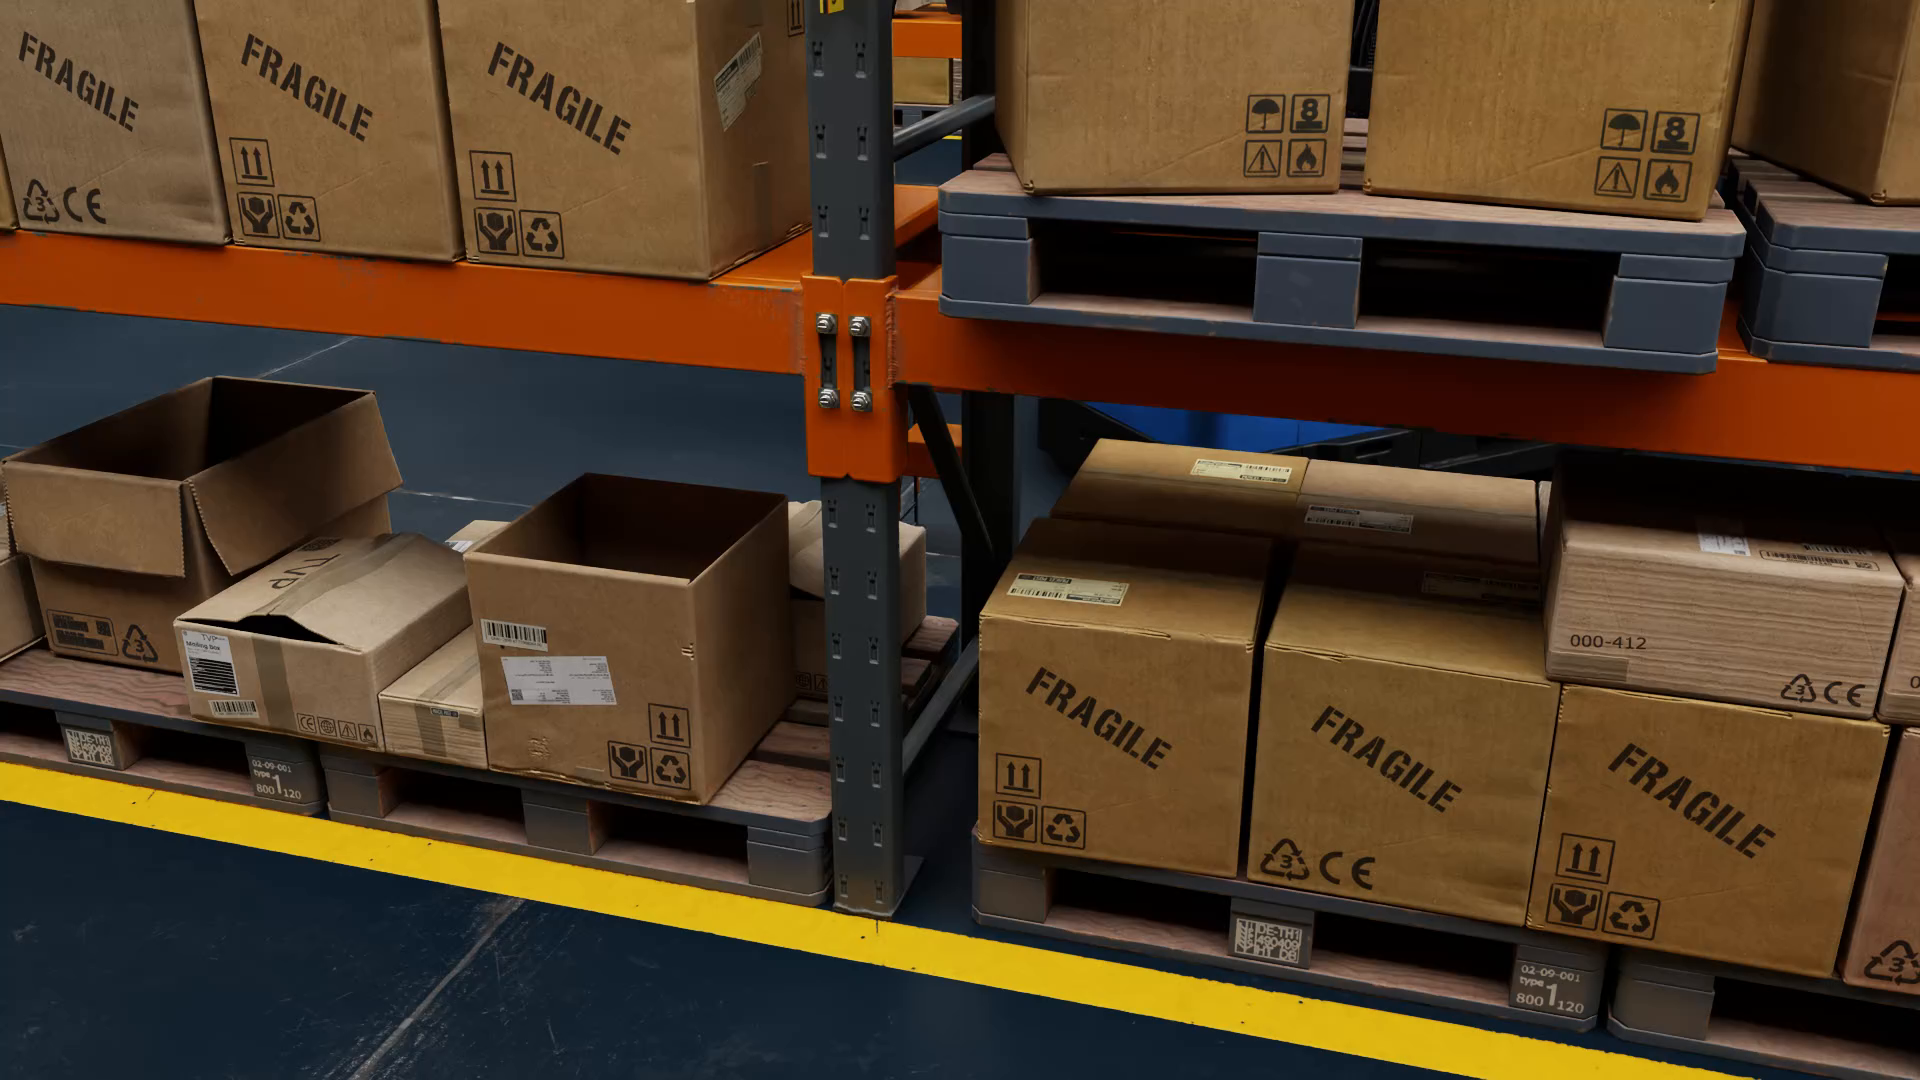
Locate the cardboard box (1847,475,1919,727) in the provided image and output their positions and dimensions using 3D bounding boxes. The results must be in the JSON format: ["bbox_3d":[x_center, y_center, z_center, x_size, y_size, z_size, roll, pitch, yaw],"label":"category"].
[{"bbox_3d":[1.775,0.112,2.770,0.500,0.250,0.500,6,23,14],"label":"cardboard box"}]

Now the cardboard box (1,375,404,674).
[{"bbox_3d":[-1.856,-0.052,4.155,0.637,0.503,0.797,7,23,16],"label":"cardboard box"}]

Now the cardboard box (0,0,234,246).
[{"bbox_3d":[-1.595,-0.919,3.426,0.500,0.500,0.500,7,23,17],"label":"cardboard box"}]

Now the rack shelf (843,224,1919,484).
[{"bbox_3d":[1.859,-0.248,2.869,4.000,0.370,1.077,7,23,16],"label":"rack shelf"}]

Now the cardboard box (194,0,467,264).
[{"bbox_3d":[-1.102,-0.864,3.291,0.500,0.500,0.500,7,23,17],"label":"cardboard box"}]

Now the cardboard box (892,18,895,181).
[{"bbox_3d":[-0.465,-1.001,3.626,0.500,0.500,0.500,7,23,17],"label":"cardboard box"}]

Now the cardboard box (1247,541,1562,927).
[{"bbox_3d":[0.851,0.349,3.180,0.500,0.500,0.500,7,23,16],"label":"cardboard box"}]

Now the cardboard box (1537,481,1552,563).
[{"bbox_3d":[1.451,0.216,3.506,0.500,0.500,0.500,7,23,16],"label":"cardboard box"}]

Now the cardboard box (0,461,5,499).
[{"bbox_3d":[-2.392,-0.084,4.567,0.500,0.250,0.500,7,23,16],"label":"cardboard box"}]

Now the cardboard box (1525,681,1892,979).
[{"bbox_3d":[1.327,0.407,3.040,0.500,0.500,0.500,7,23,16],"label":"cardboard box"}]

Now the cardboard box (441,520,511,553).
[{"bbox_3d":[-1.226,0.092,4.247,0.250,0.166,0.380,7,23,16],"label":"cardboard box"}]

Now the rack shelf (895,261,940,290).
[{"bbox_3d":[-0.051,-0.744,4.981,0.240,0.259,0.215,7,23,15],"label":"rack shelf"}]

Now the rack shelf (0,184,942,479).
[{"bbox_3d":[-1.970,-0.686,3.938,4.000,0.370,1.077,7,23,16],"label":"rack shelf"}]

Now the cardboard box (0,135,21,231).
[{"bbox_3d":[-2.083,-0.974,3.560,0.500,0.500,0.500,7,23,16],"label":"cardboard box"}]

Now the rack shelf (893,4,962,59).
[{"bbox_3d":[-0.536,-2.485,8.325,4.000,0.370,1.077,7,23,16],"label":"rack shelf"}]

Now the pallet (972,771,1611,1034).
[{"bbox_3d":[0.734,0.566,3.612,1.213,0.211,1.003,7,23,16],"label":"pallet"}]

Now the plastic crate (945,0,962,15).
[{"bbox_3d":[0.230,-2.525,7.756,0.590,0.125,0.437,7,23,16],"label":"plastic crate"}]

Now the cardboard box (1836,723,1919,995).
[{"bbox_3d":[1.811,0.462,2.904,0.500,0.500,0.500,6,23,14],"label":"cardboard box"}]

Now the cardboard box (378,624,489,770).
[{"bbox_3d":[-1.059,0.337,3.673,0.250,0.149,0.380,7,23,16],"label":"cardboard box"}]

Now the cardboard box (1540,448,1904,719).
[{"bbox_3d":[1.295,0.057,2.903,0.500,0.250,0.500,7,23,16],"label":"cardboard box"}]

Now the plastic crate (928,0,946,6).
[{"bbox_3d":[-0.030,-2.806,8.236,0.530,0.282,0.437,7,23,16],"label":"plastic crate"}]

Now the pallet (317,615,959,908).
[{"bbox_3d":[-0.713,0.415,3.981,1.213,0.211,1.003,7,23,16],"label":"pallet"}]

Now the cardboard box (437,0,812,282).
[{"bbox_3d":[-0.608,-0.808,3.154,0.500,0.500,0.500,7,23,16],"label":"cardboard box"}]

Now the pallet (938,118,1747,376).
[{"bbox_3d":[0.678,-0.584,2.993,1.213,0.211,1.003,7,23,16],"label":"pallet"}]

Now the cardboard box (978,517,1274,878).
[{"bbox_3d":[0.337,0.295,3.313,0.500,0.500,0.500,5,23,13],"label":"cardboard box"}]

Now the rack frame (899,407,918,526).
[{"bbox_3d":[-0.168,-0.505,5.118,0.008,1.050,0.200,7,23,15],"label":"rack frame"}]

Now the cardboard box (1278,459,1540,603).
[{"bbox_3d":[0.971,0.160,3.640,0.500,0.500,0.500,7,23,16],"label":"cardboard box"}]

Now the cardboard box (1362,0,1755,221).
[{"bbox_3d":[1.010,-0.855,2.716,0.500,0.500,0.700,10,25,24],"label":"cardboard box"}]

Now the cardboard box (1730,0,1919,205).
[{"bbox_3d":[1.654,-0.869,2.751,0.500,0.500,0.700,1,22,2],"label":"cardboard box"}]

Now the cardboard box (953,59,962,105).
[{"bbox_3d":[0.487,-3.907,13.090,0.875,0.875,0.875,7,23,16],"label":"cardboard box"}]

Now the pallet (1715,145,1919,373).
[{"bbox_3d":[1.911,-0.484,2.750,1.213,0.211,1.003,7,23,16],"label":"pallet"}]

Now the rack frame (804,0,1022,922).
[{"bbox_3d":[-0.055,-0.800,3.267,0.127,3.000,1.000,7,23,16],"label":"rack frame"}]

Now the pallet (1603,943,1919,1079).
[{"bbox_3d":[1.906,0.699,3.288,1.213,0.211,1.003,7,23,16],"label":"pallet"}]

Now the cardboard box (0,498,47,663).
[{"bbox_3d":[-2.489,0.103,4.111,0.500,0.250,0.500,7,23,16],"label":"cardboard box"}]

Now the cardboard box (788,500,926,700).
[{"bbox_3d":[-0.395,0.116,3.998,0.500,0.311,0.500,7,23,16],"label":"cardboard box"}]

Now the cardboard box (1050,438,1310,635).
[{"bbox_3d":[0.500,0.103,3.780,0.500,0.500,0.500,6,23,15],"label":"cardboard box"}]

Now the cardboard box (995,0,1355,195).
[{"bbox_3d":[0.333,-0.907,2.844,0.500,0.500,0.700,-1,22,-3],"label":"cardboard box"}]

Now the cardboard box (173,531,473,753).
[{"bbox_3d":[-1.401,0.199,3.795,0.500,0.311,0.500,7,23,16],"label":"cardboard box"}]

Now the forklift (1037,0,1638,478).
[{"bbox_3d":[1.820,-1.734,5.635,3.031,2.935,1.130,-11,25,-26],"label":"forklift"}]

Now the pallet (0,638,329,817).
[{"bbox_3d":[-1.884,0.282,4.305,1.213,0.211,1.003,7,23,16],"label":"pallet"}]

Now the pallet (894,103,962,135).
[{"bbox_3d":[-0.232,-3.488,13.494,1.213,0.211,1.003,7,23,16],"label":"pallet"}]

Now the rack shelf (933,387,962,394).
[{"bbox_3d":[-0.051,-0.482,5.089,0.240,0.259,0.215,7,23,15],"label":"rack shelf"}]

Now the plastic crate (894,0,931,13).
[{"bbox_3d":[-0.375,-2.586,7.891,0.466,0.136,0.293,7,23,16],"label":"plastic crate"}]

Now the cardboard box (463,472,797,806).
[{"bbox_3d":[-0.683,0.194,3.559,0.500,0.500,0.500,7,23,16],"label":"cardboard box"}]

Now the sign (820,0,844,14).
[{"bbox_3d":[-0.205,-1.002,2.620,0.005,0.325,0.100,7,23,16],"label":"sign"}]

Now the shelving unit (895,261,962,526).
[{"bbox_3d":[-0.051,-0.492,5.085,0.252,1.050,0.215,7,23,15],"label":"shelving unit"}]

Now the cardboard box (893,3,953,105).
[{"bbox_3d":[-0.384,-4.007,13.333,0.875,0.875,0.875,7,23,16],"label":"cardboard box"}]

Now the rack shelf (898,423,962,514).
[{"bbox_3d":[-0.051,-0.225,5.195,0.240,0.259,0.215,7,23,15],"label":"rack shelf"}]
